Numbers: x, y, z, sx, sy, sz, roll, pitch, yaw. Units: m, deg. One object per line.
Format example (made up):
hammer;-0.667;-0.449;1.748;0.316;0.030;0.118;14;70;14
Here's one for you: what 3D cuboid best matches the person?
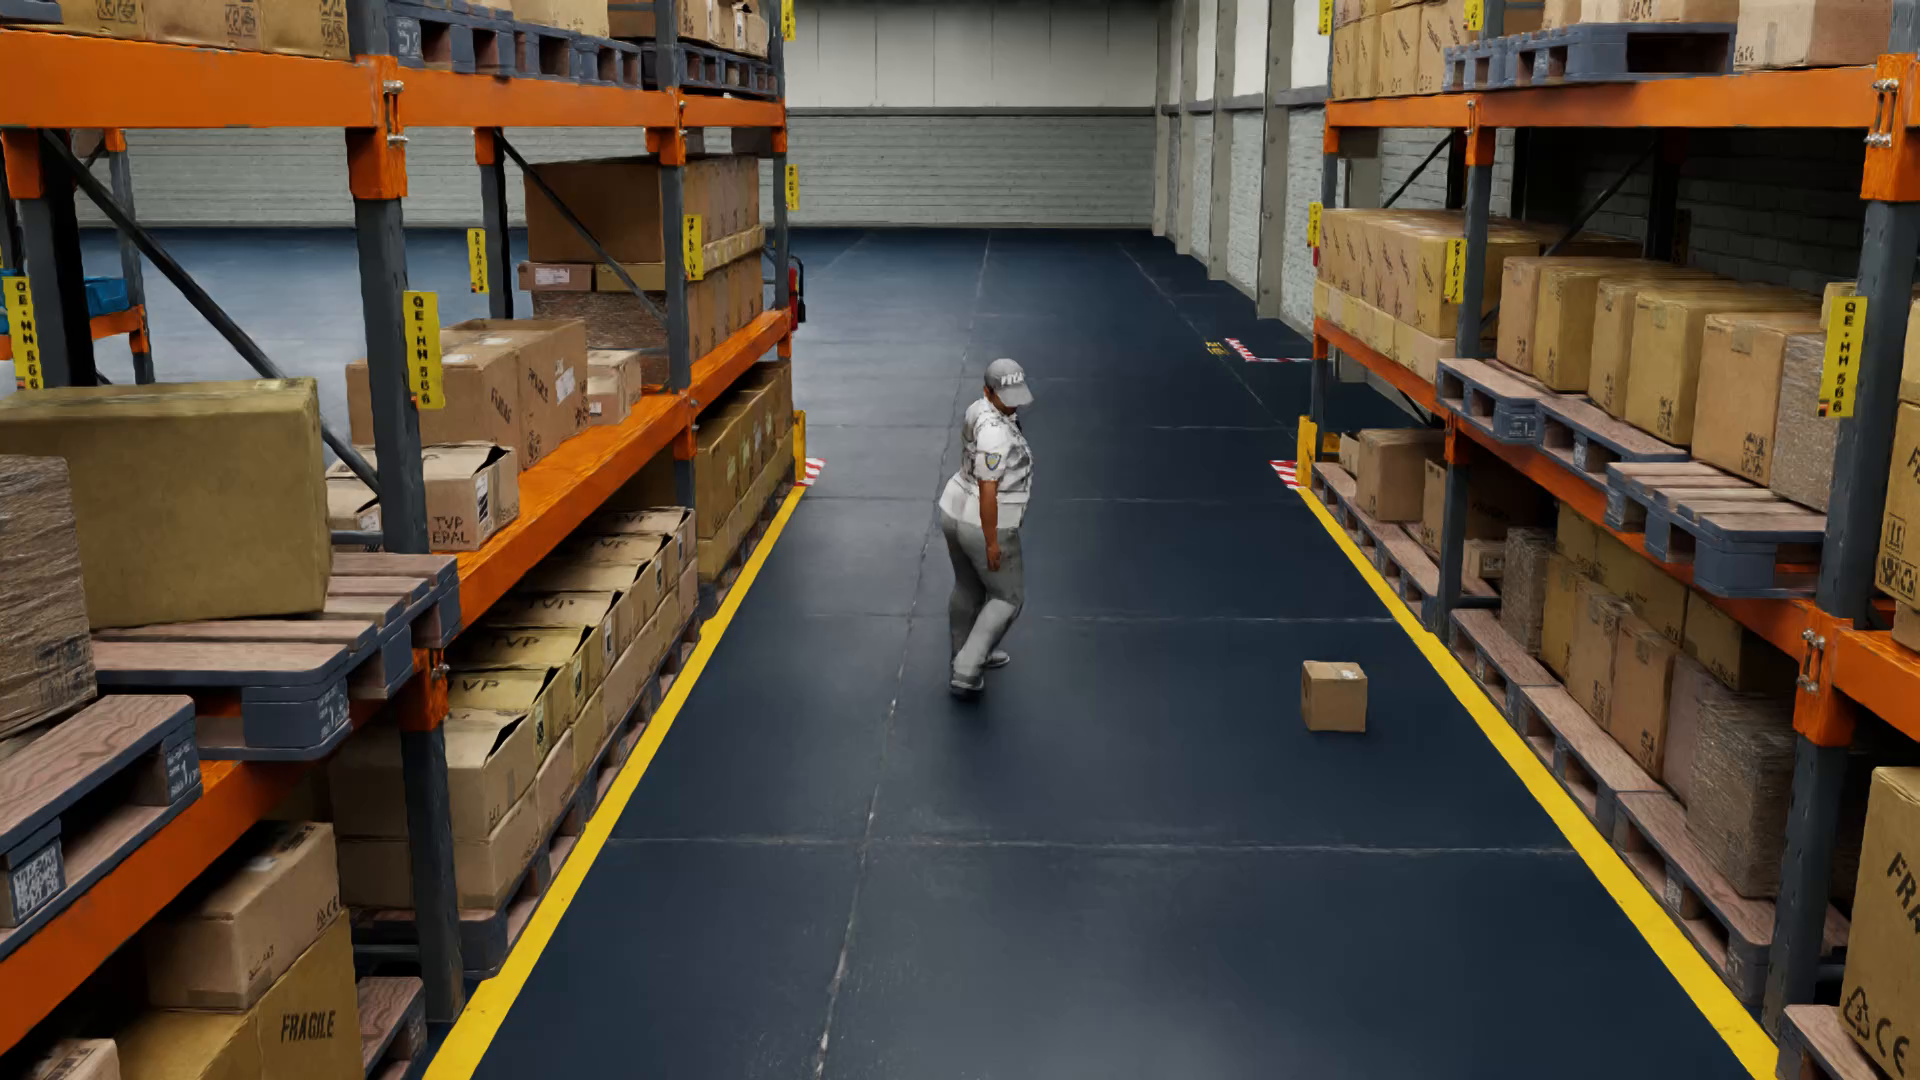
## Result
person;0.105;-0.082;7.901;0.517;1.607;0.650;-6;15;-24
